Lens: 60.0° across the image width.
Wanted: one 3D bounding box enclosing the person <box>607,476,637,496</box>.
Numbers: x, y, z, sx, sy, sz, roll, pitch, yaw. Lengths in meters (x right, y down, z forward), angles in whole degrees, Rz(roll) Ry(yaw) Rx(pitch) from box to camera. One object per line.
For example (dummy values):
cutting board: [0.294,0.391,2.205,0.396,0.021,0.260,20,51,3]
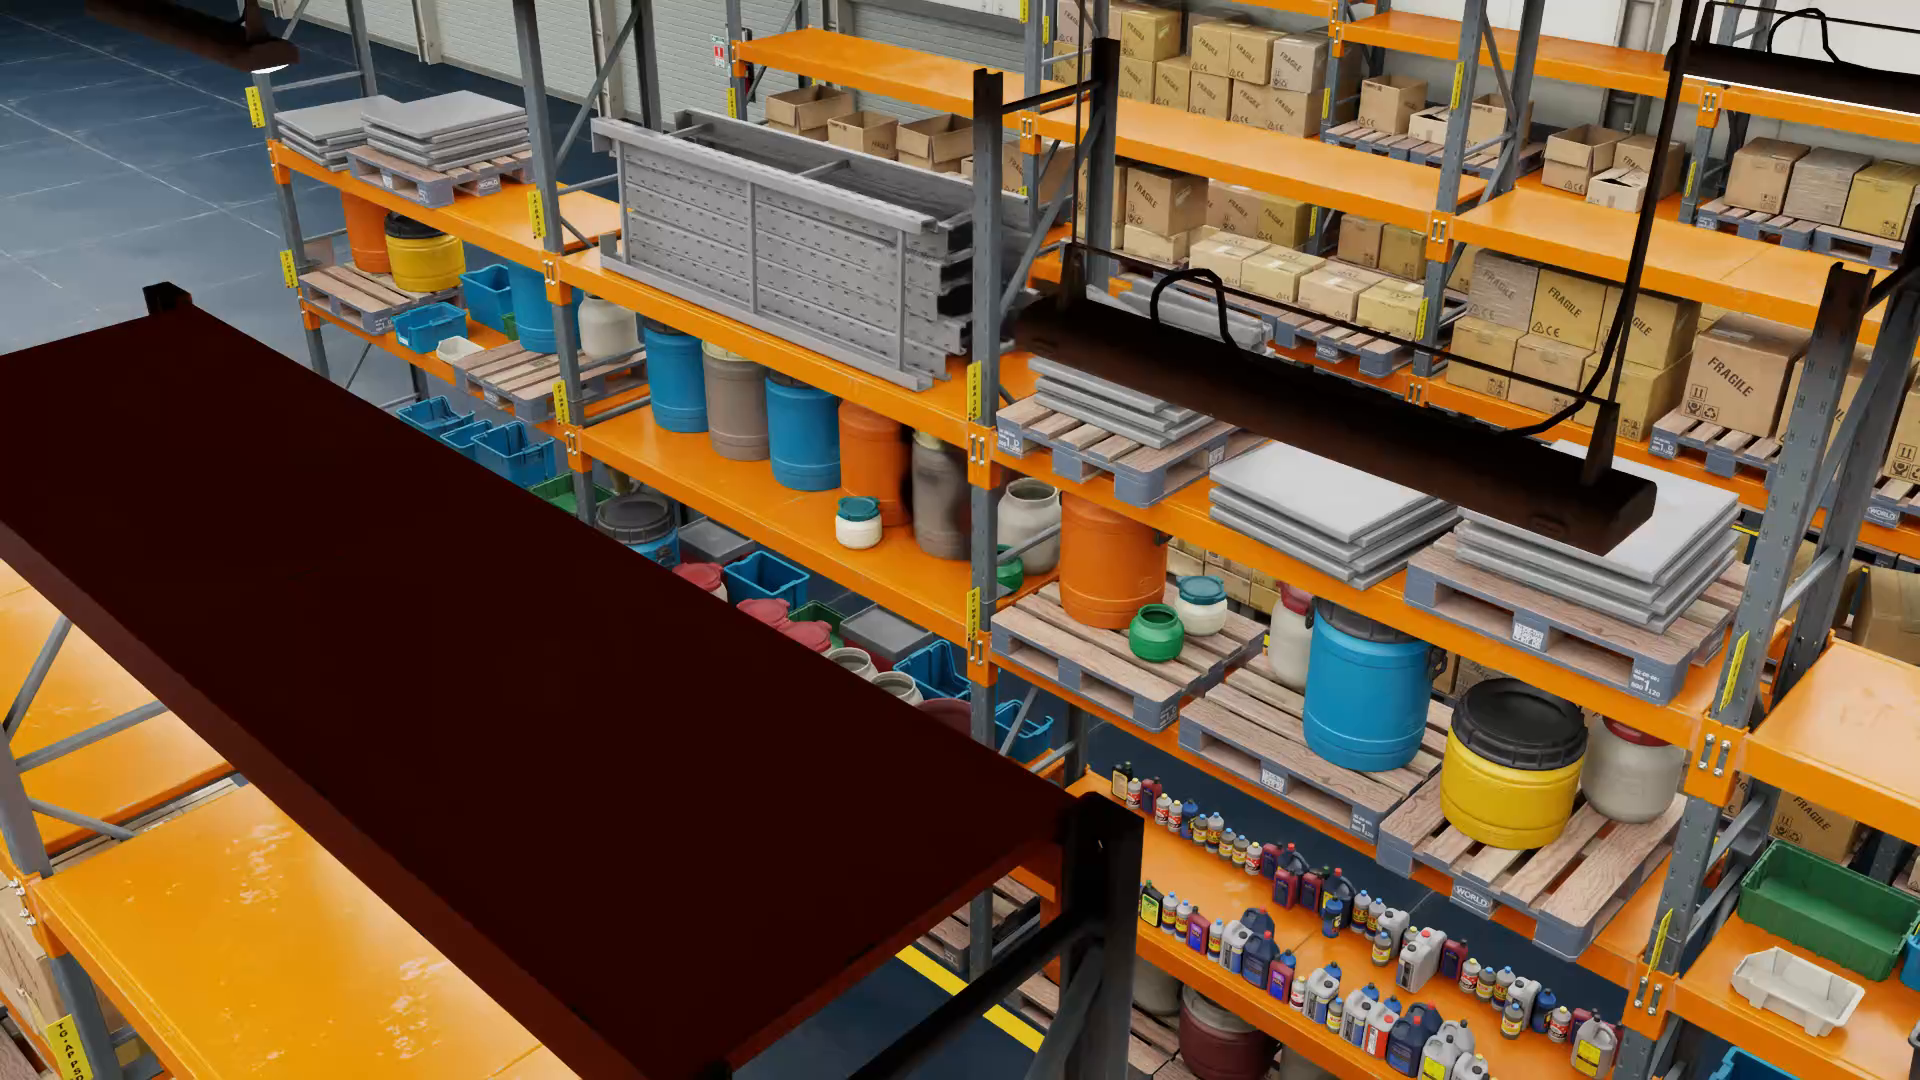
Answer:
person: [-3.484,-1.205,16.548,0.444,1.764,0.660,20,35,32]
